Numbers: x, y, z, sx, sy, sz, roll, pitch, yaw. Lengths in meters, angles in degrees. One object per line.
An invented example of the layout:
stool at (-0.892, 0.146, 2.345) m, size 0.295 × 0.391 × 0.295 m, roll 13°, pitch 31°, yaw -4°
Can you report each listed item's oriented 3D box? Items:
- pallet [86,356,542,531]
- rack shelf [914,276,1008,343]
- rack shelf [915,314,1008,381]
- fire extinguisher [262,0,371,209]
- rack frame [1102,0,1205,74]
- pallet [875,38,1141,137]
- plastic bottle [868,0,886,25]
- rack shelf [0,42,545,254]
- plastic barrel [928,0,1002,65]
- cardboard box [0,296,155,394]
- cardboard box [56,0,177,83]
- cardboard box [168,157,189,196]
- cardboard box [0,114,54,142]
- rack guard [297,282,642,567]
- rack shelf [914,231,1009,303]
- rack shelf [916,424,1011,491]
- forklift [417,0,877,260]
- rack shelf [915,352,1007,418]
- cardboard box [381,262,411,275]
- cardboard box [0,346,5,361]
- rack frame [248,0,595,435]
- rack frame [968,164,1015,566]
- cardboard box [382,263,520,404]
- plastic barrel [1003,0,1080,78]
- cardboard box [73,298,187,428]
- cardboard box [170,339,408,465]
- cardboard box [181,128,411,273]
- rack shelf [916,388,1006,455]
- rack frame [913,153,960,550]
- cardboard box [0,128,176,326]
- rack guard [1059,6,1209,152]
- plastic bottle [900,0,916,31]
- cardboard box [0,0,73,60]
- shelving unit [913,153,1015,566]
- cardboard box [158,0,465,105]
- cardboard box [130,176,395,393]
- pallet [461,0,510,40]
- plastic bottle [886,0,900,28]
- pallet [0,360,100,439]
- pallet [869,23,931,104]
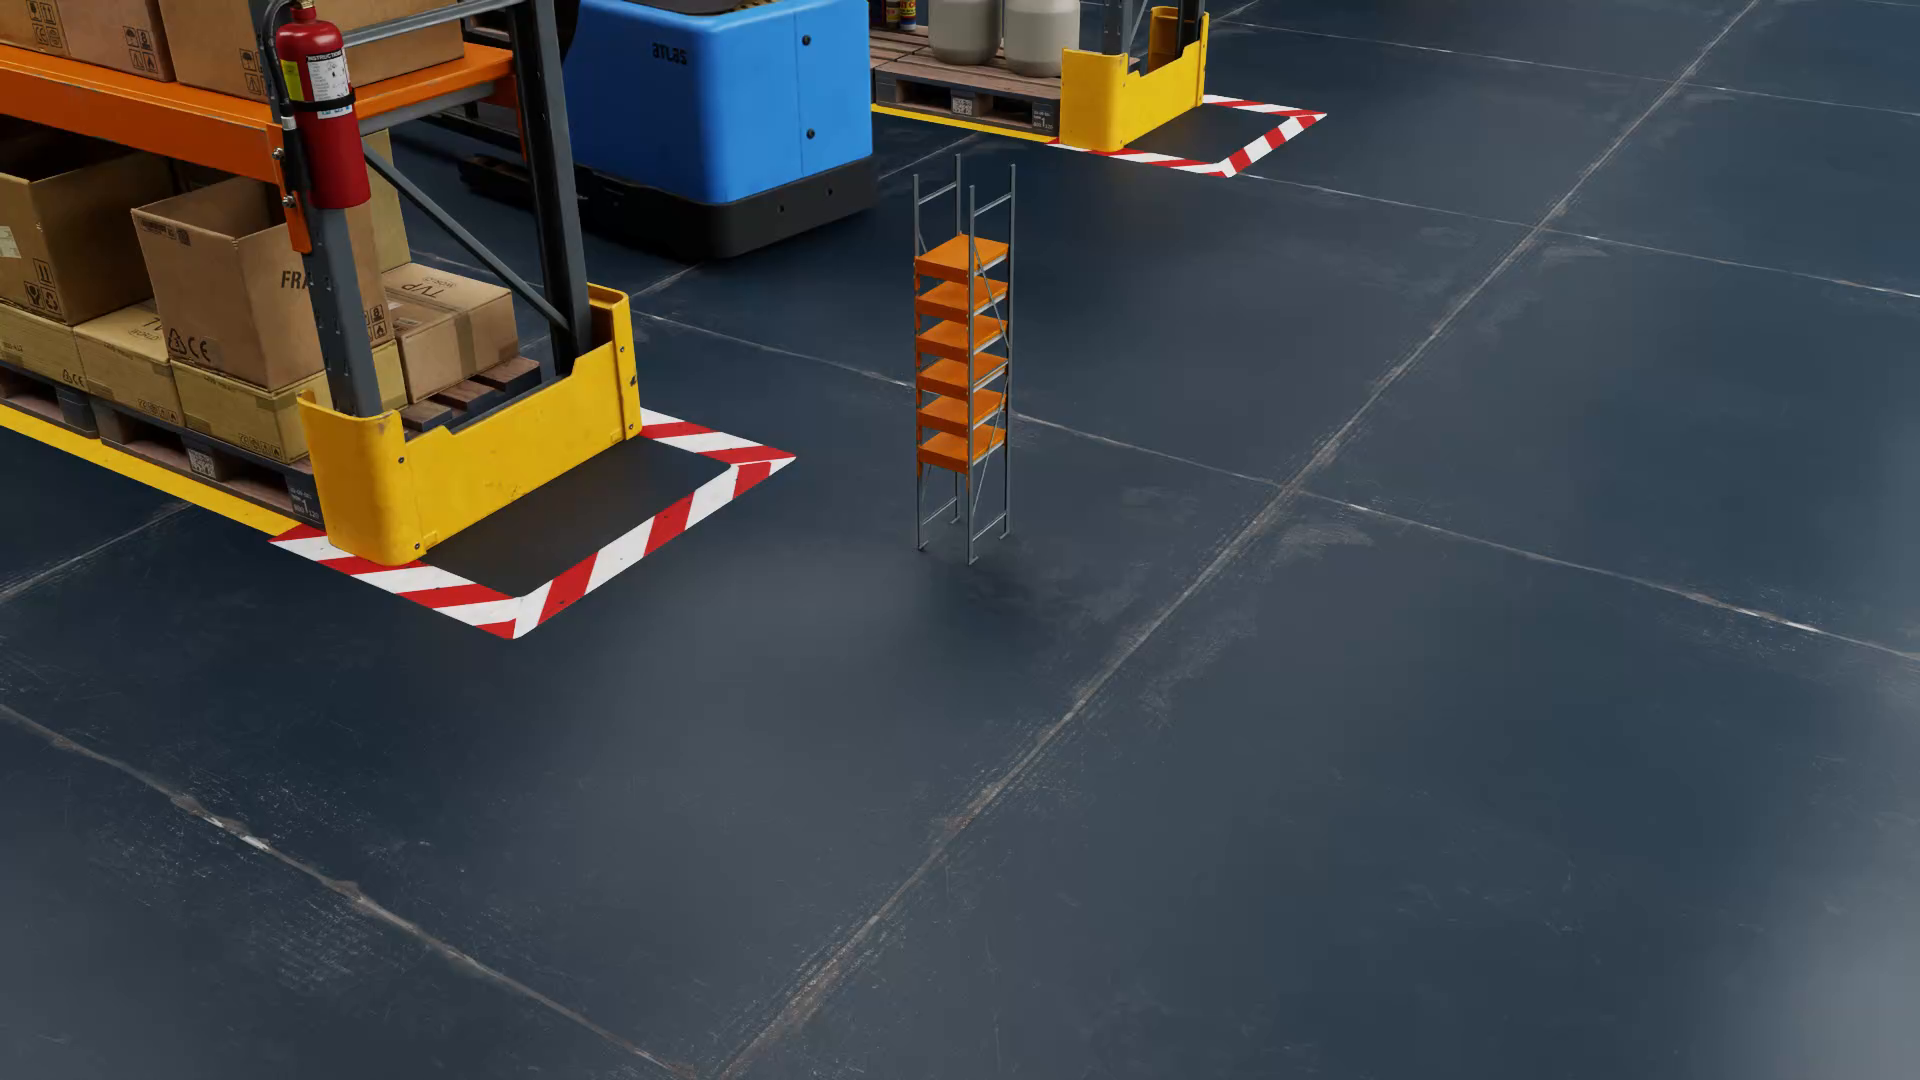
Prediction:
pallet at (-2.255, -0.486, 5.873) m, size 1.213 × 0.211 × 1.003 m, roll 18°, pitch 35°, yaw 27°
rack shelf at (0.012, -0.683, 4.842) m, size 0.180 × 0.103 × 0.258 m, roll 18°, pitch 35°, yaw 27°
rack shelf at (0.012, -0.580, 4.903) m, size 0.180 × 0.103 × 0.258 m, roll 18°, pitch 35°, yaw 27°
fire extinguisher at (-1.732, -1.240, 4.475) m, size 0.183 × 0.674 × 0.296 m, roll 18°, pitch 35°, yaw 27°
rack frame at (1.052, -3.616, 8.472) m, size 0.127 × 3.000 × 1.000 m, roll 18°, pitch 35°, yaw 27°
pallet at (0.277, -2.632, 9.552) m, size 1.213 × 0.211 × 1.003 m, roll 18°, pitch 35°, yaw 27°
plastic bottle at (-0.500, -3.320, 10.223) m, size 0.133 × 0.283 × 0.061 m, roll 18°, pitch 35°, yaw 28°
rack shelf at (-3.279, -1.728, 5.950) m, size 4.000 × 0.370 × 1.077 m, roll 18°, pitch 35°, yaw 27°
plastic barrel at (0.029, -3.001, 9.470) m, size 0.421 × 0.512 × 0.421 m, roll 0°, pitch 30°, yaw 0°
cardboard box at (-3.051, -0.776, 5.916) m, size 0.500 × 0.250 × 0.500 m, roll 18°, pitch 35°, yaw 27°
cardboard box at (-2.421, -1.816, 5.286) m, size 0.500 × 0.500 × 0.700 m, roll 19°, pitch 35°, yaw 29°
cardboard box at (-2.776, -1.321, 6.105) m, size 0.500 × 0.500 × 0.500 m, roll 18°, pitch 35°, yaw 27°
cardboard box at (-3.475, -1.234, 5.956) m, size 0.500 × 0.500 × 0.500 m, roll 18°, pitch 35°, yaw 27°
rack guard at (-1.565, -0.417, 5.469) m, size 0.348 × 0.500 × 1.175 m, roll 18°, pitch 35°, yaw 27°
rack shelf at (0.012, -0.787, 4.782) m, size 0.180 × 0.103 × 0.258 m, roll 18°, pitch 35°, yaw 27°
rack shelf at (0.012, -0.269, 5.084) m, size 0.180 × 0.103 × 0.258 m, roll 18°, pitch 35°, yaw 27°
forklift at (-1.833, -3.099, 7.653) m, size 3.031 × 2.935 × 1.130 m, roll 24°, pitch 38°, yaw 34°
rack shelf at (0.012, -0.476, 4.963) m, size 0.180 × 0.103 × 0.258 m, roll 18°, pitch 35°, yaw 27°
cardboard box at (-2.346, -0.868, 6.073) m, size 0.500 × 0.250 × 0.500 m, roll 18°, pitch 35°, yaw 27°
cardboard box at (-3.473, -0.911, 6.147) m, size 0.500 × 0.250 × 0.500 m, roll 18°, pitch 35°, yaw 27°
rack frame at (-1.585, -1.503, 4.850) m, size 0.127 × 3.000 × 1.000 m, roll 18°, pitch 35°, yaw 27°
rack frame at (0.090, -0.490, 4.899) m, size 0.006 × 1.200 × 0.240 m, roll 18°, pitch 35°, yaw 27°
cardboard box at (-1.921, -0.736, 5.846) m, size 0.500 × 0.250 × 0.500 m, roll 18°, pitch 35°, yaw 27°
plastic barrel at (0.454, -2.867, 9.239) m, size 0.421 × 0.512 × 0.421 m, roll 0°, pitch 30°, yaw 0°
cardboard box at (-2.626, -0.643, 5.688) m, size 0.500 × 0.250 × 0.500 m, roll 18°, pitch 35°, yaw 27°
cardboard box at (-2.196, -0.514, 5.467) m, size 0.500 × 0.250 × 0.500 m, roll 18°, pitch 35°, yaw 27°
cardboard box at (-2.345, -1.193, 5.885) m, size 0.500 × 0.500 × 0.500 m, roll 18°, pitch 35°, yaw 27°
rack shelf at (0.012, -0.372, 5.024) m, size 0.180 × 0.103 × 0.258 m, roll 18°, pitch 35°, yaw 27°
rack frame at (-0.065, -0.539, 4.983) m, size 0.006 × 1.200 × 0.240 m, roll 18°, pitch 35°, yaw 27°
cardboard box at (-3.052, -1.099, 5.725) m, size 0.500 × 0.500 × 0.500 m, roll 18°, pitch 35°, yaw 27°
rack guard at (0.962, -2.537, 9.102) m, size 0.348 × 0.500 × 1.175 m, roll 18°, pitch 35°, yaw 27°
plastic bottle at (-0.318, -3.247, 10.109) m, size 0.097 × 0.271 × 0.097 m, roll 0°, pitch 30°, yaw 0°
cardboard box at (-2.838, -1.951, 5.518) m, size 0.500 × 0.500 × 0.700 m, roll 18°, pitch 35°, yaw 28°
shelving unit at (0.012, -0.514, 4.941) m, size 0.189 × 1.200 × 0.258 m, roll 18°, pitch 35°, yaw 27°
cardboard box at (-1.974, -1.677, 5.048) m, size 0.500 × 0.500 × 0.700 m, roll 18°, pitch 35°, yaw 27°
cardboard box at (-2.197, -0.837, 5.277) m, size 0.500 × 0.500 × 0.500 m, roll 18°, pitch 35°, yaw 27°
pallet at (-3.022, -3.677, 11.344) m, size 1.213 × 0.211 × 1.003 m, roll 18°, pitch 35°, yaw 27°
plastic bottle at (-0.406, -3.244, 10.174) m, size 0.097 × 0.201 × 0.097 m, roll 0°, pitch 30°, yaw 0°
pallet at (-3.284, -0.813, 6.434) m, size 1.213 × 0.211 × 1.003 m, roll 18°, pitch 35°, yaw 27°
pallet at (-0.752, -2.959, 10.113) m, size 1.213 × 0.211 × 1.003 m, roll 18°, pitch 35°, yaw 27°
